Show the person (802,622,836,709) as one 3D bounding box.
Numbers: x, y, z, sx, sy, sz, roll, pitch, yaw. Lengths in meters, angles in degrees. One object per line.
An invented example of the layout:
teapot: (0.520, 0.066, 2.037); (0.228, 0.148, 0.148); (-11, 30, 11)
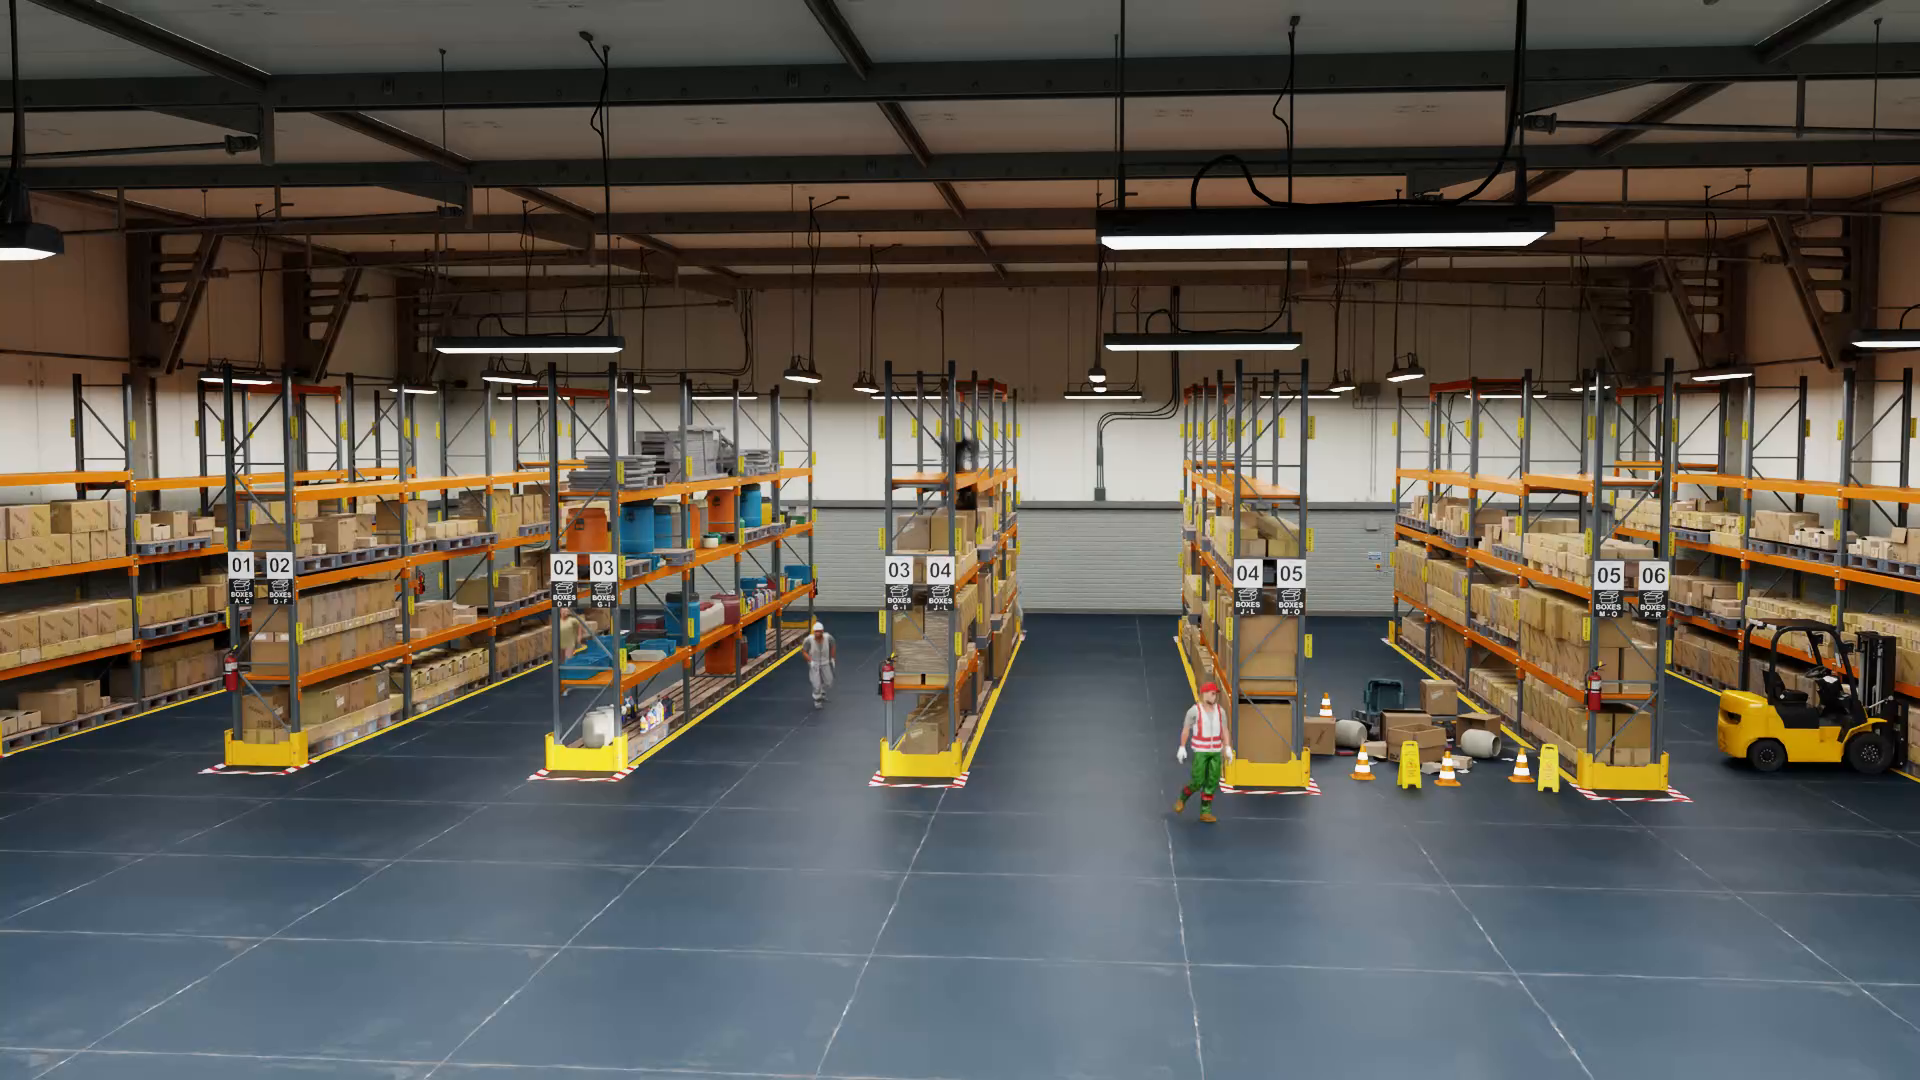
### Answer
person: (-2.537, 2.234, 29.754); (0.634, 1.613, 0.928); (-1, 4, -19)

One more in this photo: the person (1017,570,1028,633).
person: (1.250, 1.477, 40.949); (0.927, 1.618, 0.518); (3, 5, 37)

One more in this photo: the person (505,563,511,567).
person: (-11.611, 1.389, 42.712); (0.652, 1.642, 0.644); (2, 4, 31)

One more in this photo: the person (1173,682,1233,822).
person: (3.102, 2.703, 21.297); (0.644, 1.780, 0.603); (-1, 4, -21)

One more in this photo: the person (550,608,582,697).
person: (-7.511, 2.074, 31.680); (0.529, 1.718, 0.839); (0, 4, 3)
